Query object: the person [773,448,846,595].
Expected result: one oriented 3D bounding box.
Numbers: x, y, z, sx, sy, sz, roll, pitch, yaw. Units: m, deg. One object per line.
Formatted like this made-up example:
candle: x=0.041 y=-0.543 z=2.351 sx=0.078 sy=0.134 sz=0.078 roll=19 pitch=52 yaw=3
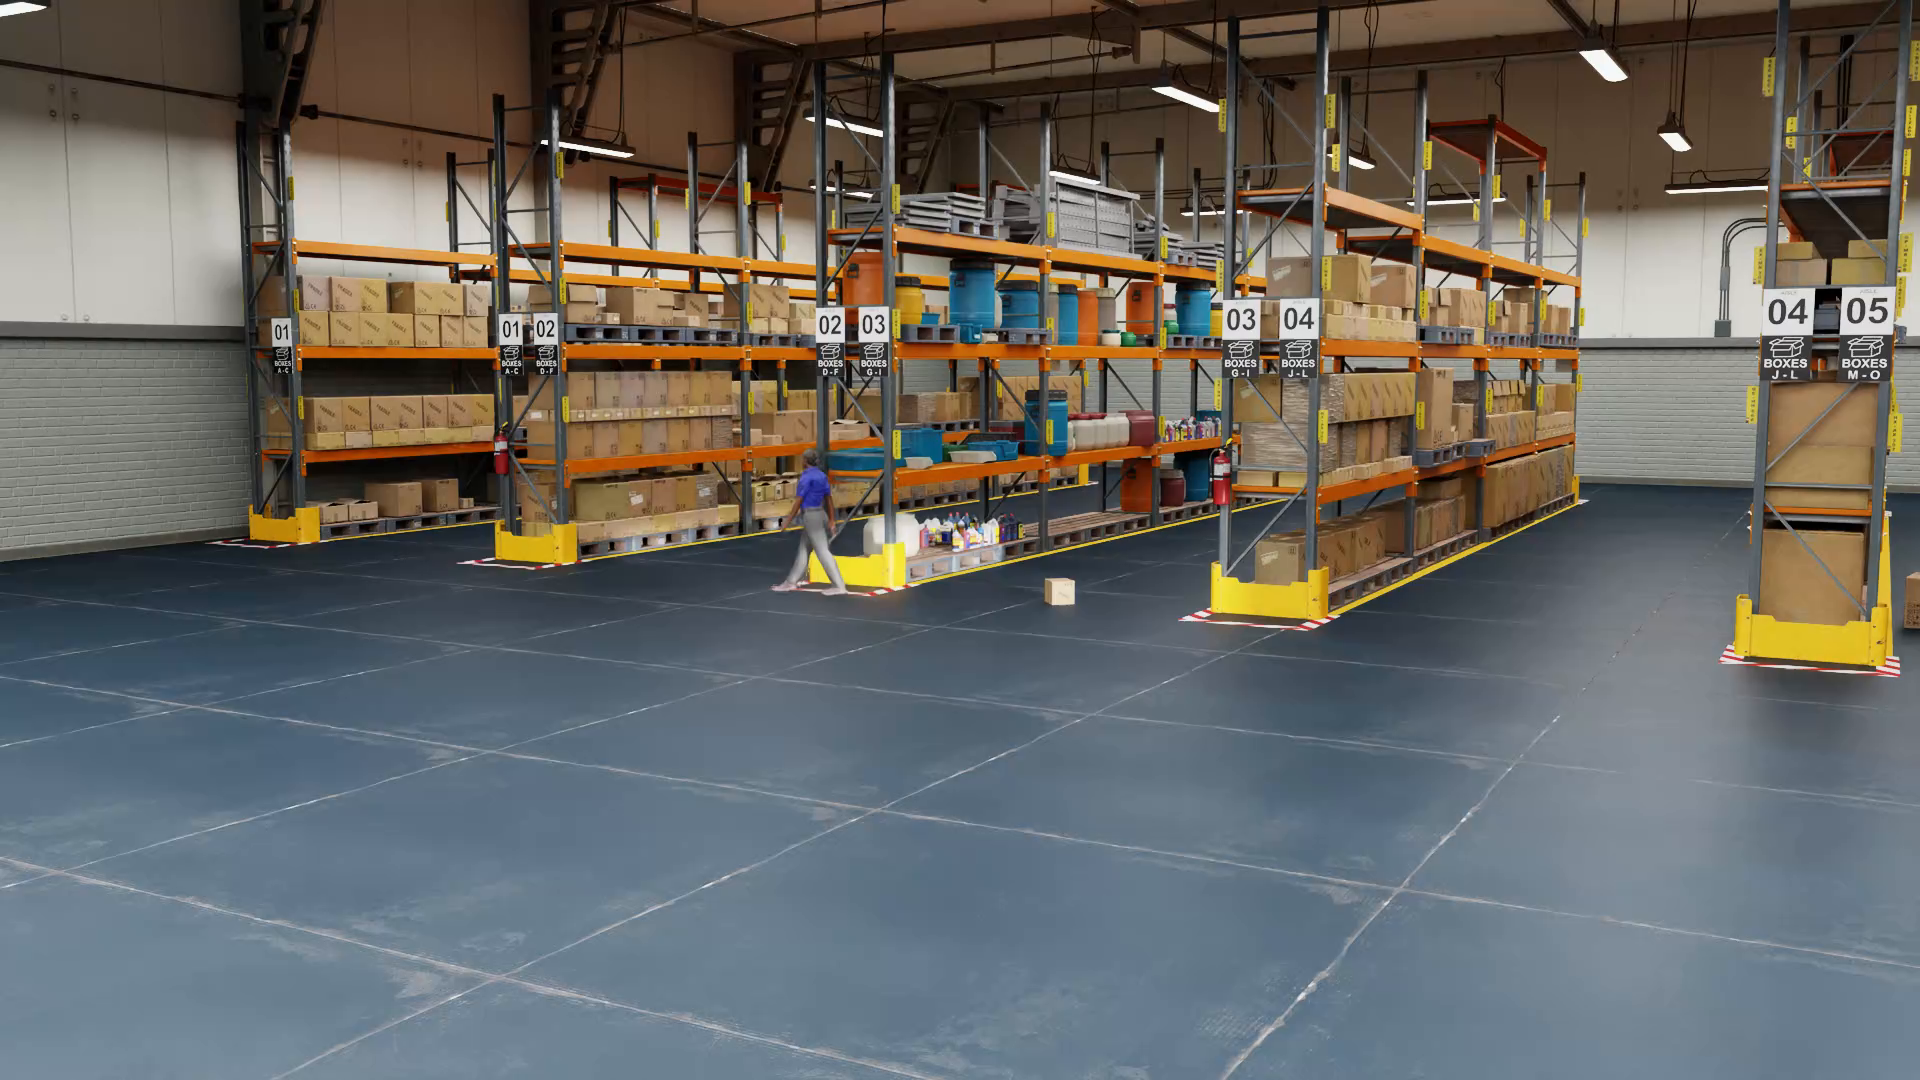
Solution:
person: x=-1.679 y=-0.202 z=18.289 sx=0.964 sy=1.615 sz=0.467 roll=2 pitch=7 yaw=22
